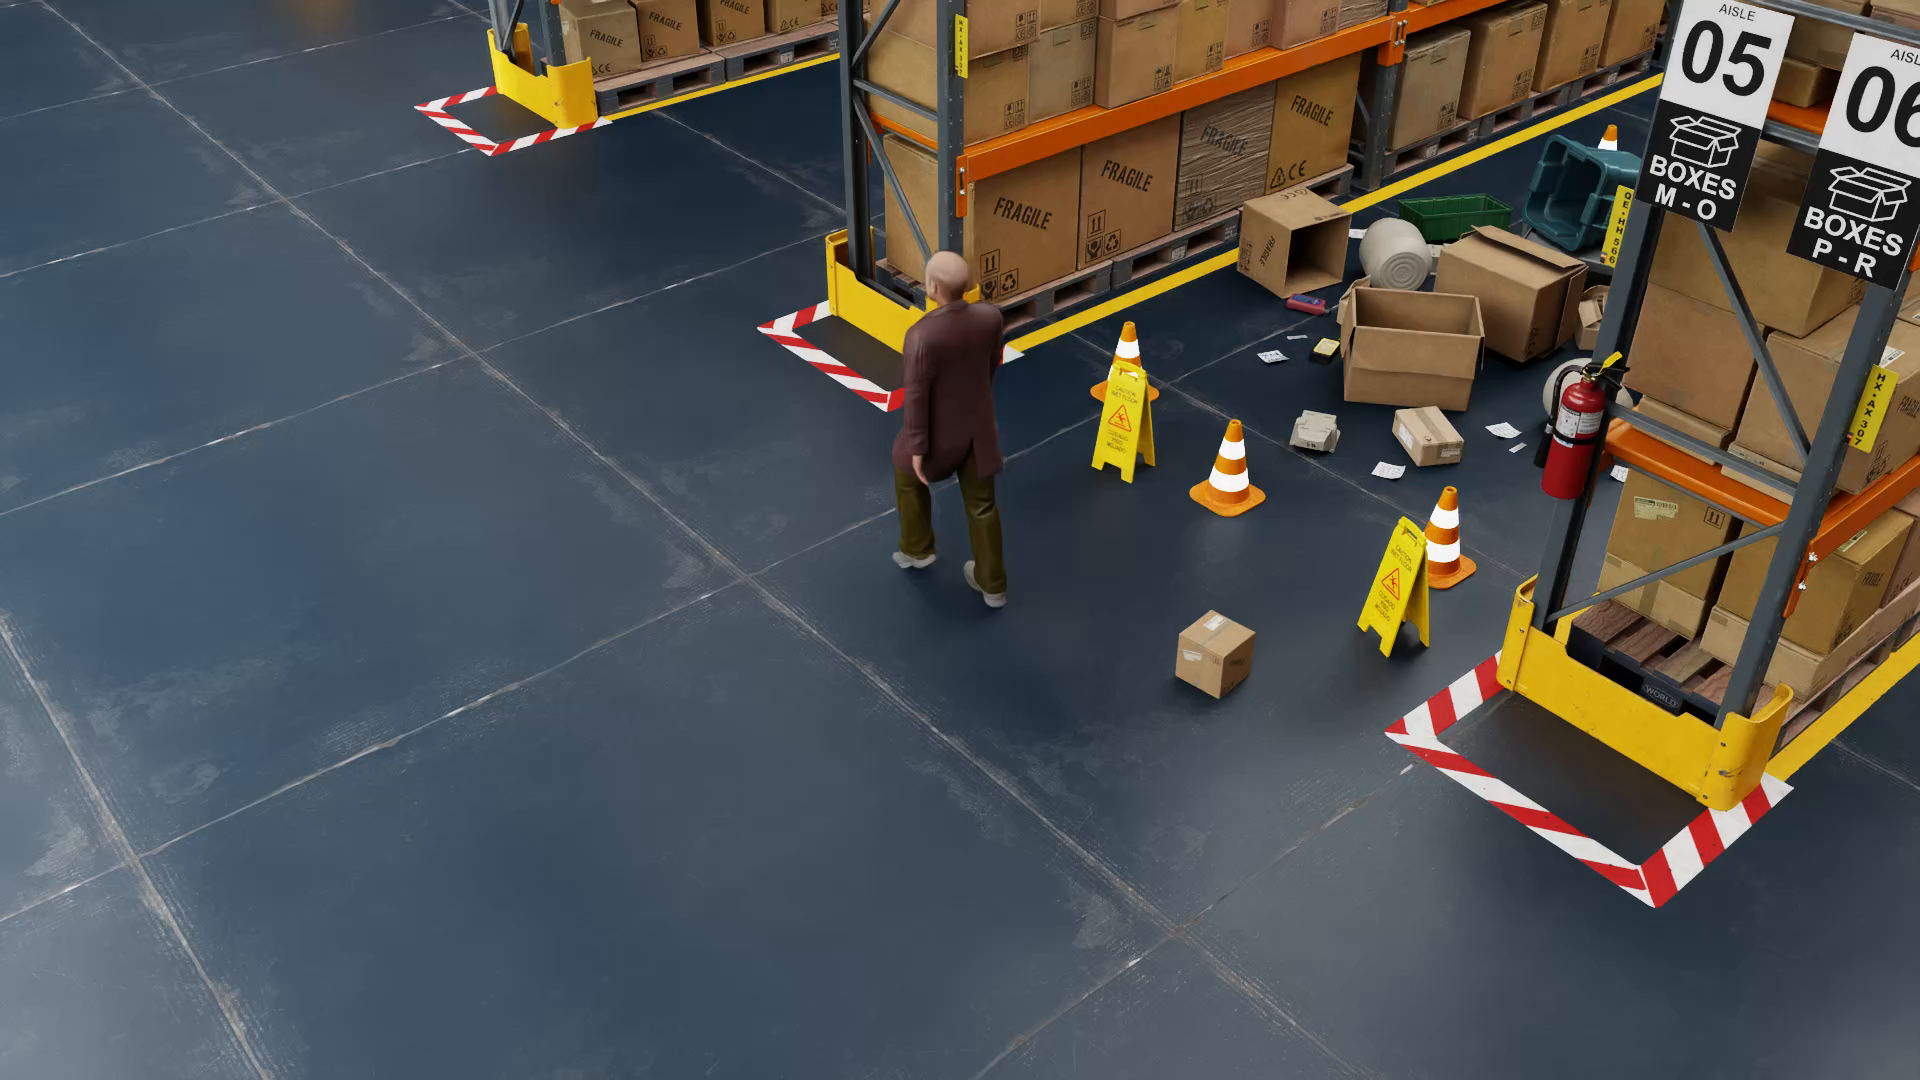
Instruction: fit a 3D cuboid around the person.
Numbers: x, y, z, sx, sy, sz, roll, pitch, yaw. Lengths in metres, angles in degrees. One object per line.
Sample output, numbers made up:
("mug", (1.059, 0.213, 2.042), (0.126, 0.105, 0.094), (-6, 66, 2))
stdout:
("person", (-0.054, -0.498, 7.831), (0.606, 1.845, 0.770), (-20, 40, -26))
